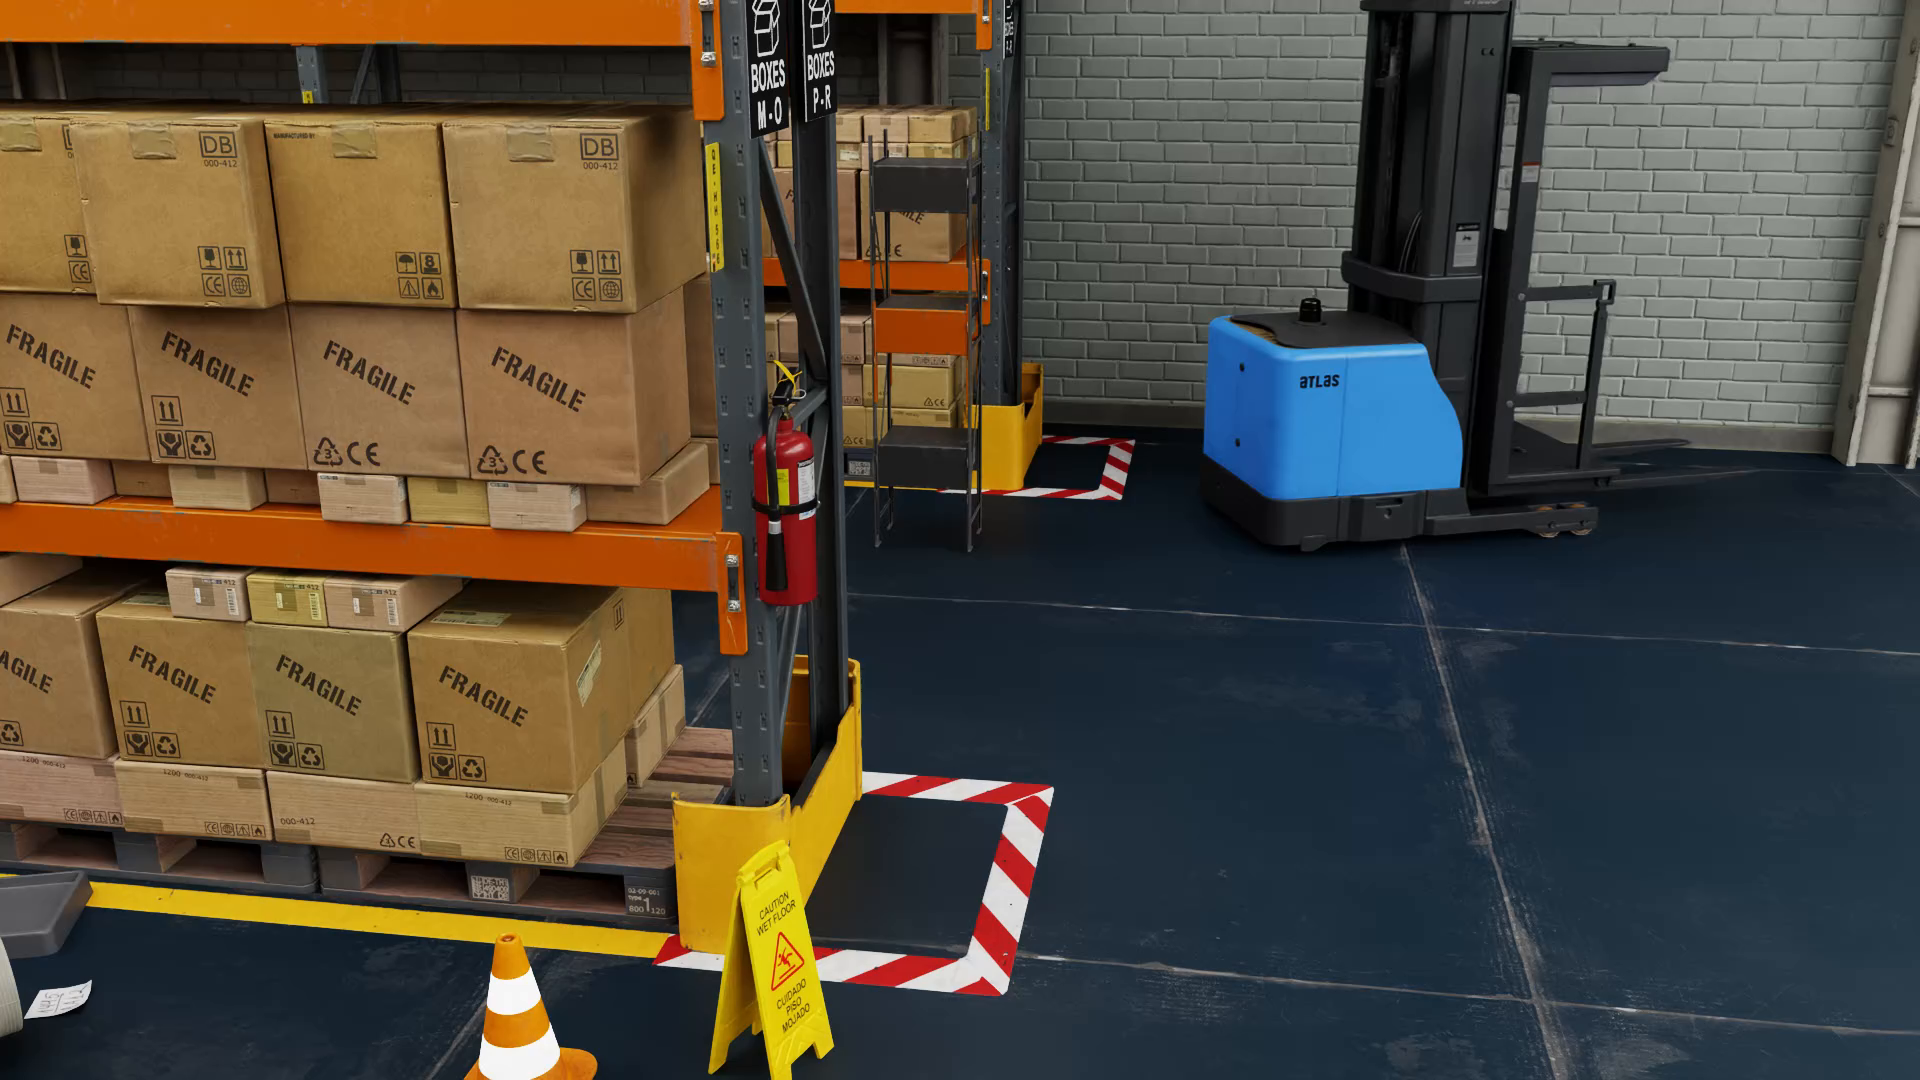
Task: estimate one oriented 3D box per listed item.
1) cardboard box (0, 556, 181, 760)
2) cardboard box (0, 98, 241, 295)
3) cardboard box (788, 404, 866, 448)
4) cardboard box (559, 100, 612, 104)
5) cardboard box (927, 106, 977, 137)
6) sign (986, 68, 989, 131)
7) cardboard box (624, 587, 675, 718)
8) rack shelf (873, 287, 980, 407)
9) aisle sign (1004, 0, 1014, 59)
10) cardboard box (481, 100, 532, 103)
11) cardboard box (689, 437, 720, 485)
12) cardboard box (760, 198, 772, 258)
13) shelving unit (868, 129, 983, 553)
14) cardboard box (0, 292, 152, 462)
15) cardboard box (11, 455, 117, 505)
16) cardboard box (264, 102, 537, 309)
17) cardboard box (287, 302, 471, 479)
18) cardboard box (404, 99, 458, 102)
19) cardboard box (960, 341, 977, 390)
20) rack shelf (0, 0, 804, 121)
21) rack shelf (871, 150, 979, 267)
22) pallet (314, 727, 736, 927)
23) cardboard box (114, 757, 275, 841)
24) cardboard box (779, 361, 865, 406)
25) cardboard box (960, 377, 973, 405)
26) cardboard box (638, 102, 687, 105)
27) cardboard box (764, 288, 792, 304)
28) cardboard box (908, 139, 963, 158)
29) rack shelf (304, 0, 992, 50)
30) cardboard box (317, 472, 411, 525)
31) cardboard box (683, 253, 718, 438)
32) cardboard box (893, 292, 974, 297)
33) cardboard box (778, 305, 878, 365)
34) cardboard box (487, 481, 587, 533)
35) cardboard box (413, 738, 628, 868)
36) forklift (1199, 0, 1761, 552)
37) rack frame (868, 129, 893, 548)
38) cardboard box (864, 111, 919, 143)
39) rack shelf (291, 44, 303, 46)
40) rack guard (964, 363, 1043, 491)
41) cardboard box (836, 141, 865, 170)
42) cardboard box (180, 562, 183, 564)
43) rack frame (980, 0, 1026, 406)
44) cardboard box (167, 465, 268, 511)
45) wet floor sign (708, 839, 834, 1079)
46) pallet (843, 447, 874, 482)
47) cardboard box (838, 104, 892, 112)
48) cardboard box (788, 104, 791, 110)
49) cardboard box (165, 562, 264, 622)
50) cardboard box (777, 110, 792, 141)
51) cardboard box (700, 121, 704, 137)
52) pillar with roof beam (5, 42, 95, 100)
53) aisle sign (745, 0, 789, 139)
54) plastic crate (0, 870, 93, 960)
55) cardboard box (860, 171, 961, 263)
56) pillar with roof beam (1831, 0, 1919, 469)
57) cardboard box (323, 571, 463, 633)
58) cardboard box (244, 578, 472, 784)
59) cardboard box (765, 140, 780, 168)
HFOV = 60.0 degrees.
[{"bbox_3d":[-2.901,0.369,5.464,0.500,0.500,0.500,4,19,12],"label":"cardboard box"},{"bbox_3d":[-2.561,-1.053,5.021,0.500,0.500,0.700,3,19,8],"label":"cardboard box"},{"bbox_3d":[-0.753,-0.747,9.979,0.500,0.250,0.500,3,19,9],"label":"cardboard box"},{"bbox_3d":[-2.321,-2.628,10.280,0.250,0.149,0.380,3,19,8],"label":"cardboard box"},{"bbox_3d":[-0.047,-2.479,9.835,0.250,0.149,0.380,3,19,8],"label":"cardboard box"},{"bbox_3d":[0.151,-2.391,9.023,0.005,0.325,0.100,3,19,9],"label":"sign"},{"bbox_3d":[-1.309,0.277,5.736,0.500,0.500,0.500,2,19,7],"label":"cardboard box"},{"bbox_3d":[-0.163,-0.991,8.499,0.480,0.518,0.431,3,19,9],"label":"rack shelf"},{"bbox_3d":[0.269,-3.036,9.053,0.004,0.787,0.394,3,19,9],"label":"aisle sign"},{"bbox_3d":[-2.831,-2.640,10.317,0.250,0.149,0.380,3,19,8],"label":"cardboard box"},{"bbox_3d":[-0.836,-0.306,5.387,0.250,0.149,0.380,3,19,9],"label":"cardboard box"},{"bbox_3d":[-1.294,-1.943,9.726,0.500,0.500,0.500,3,19,8],"label":"cardboard box"},{"bbox_3d":[-0.163,-1.004,8.495,0.503,2.100,0.431,3,19,9],"label":"shelving unit"},{"bbox_3d":[-2.597,-0.557,5.115,0.500,0.500,0.500,3,19,9],"label":"cardboard box"},{"bbox_3d":[-2.708,-0.238,5.183,0.250,0.149,0.380,3,19,8],"label":"cardboard box"},{"bbox_3d":[-1.571,-0.991,4.836,0.500,0.500,0.700,3,19,9],"label":"cardboard box"},{"bbox_3d":[-1.606,-0.500,4.942,0.500,0.500,0.500,3,19,9],"label":"cardboard box"},{"bbox_3d":[-3.336,-2.675,10.421,0.250,0.149,0.380,3,19,9],"label":"cardboard box"},{"bbox_3d":[-0.181,-1.120,10.306,0.500,0.250,0.500,3,19,10],"label":"cardboard box"},{"bbox_3d":[-2.508,-1.525,5.041,4.000,0.370,1.077,3,19,9],"label":"rack shelf"},{"bbox_3d":[-0.163,-1.655,8.277,0.480,0.518,0.431,3,19,9],"label":"rack shelf"},{"bbox_3d":[-1.405,0.923,5.711,1.213,0.211,1.003,3,19,9],"label":"pallet"},{"bbox_3d":[-2.402,0.752,5.500,0.500,0.250,0.500,2,19,7],"label":"cardboard box"},{"bbox_3d":[-0.773,-0.986,9.907,0.500,0.250,0.500,3,19,8],"label":"cardboard box"},{"bbox_3d":[-0.203,-0.880,10.377,0.500,0.250,0.500,3,19,9],"label":"cardboard box"},{"bbox_3d":[-1.831,-2.578,10.131,0.250,0.149,0.380,3,19,10],"label":"cardboard box"},{"bbox_3d":[-1.180,-1.404,10.368,0.500,0.250,0.500,3,19,8],"label":"cardboard box"},{"bbox_3d":[-0.136,-2.183,9.421,0.250,0.149,0.380,3,19,9],"label":"cardboard box"},{"bbox_3d":[-1.724,-3.081,9.689,4.000,0.370,1.077,3,19,9],"label":"rack shelf"},{"bbox_3d":[-1.713,-0.177,5.001,0.250,0.149,0.380,3,19,10],"label":"cardboard box"},{"bbox_3d":[-0.957,-0.643,5.370,0.500,0.500,0.500,3,19,8],"label":"cardboard box"},{"bbox_3d":[-0.194,-1.352,10.211,0.500,0.250,0.500,3,19,8],"label":"cardboard box"},{"bbox_3d":[-0.759,-1.217,9.810,0.500,0.250,0.500,3,19,10],"label":"cardboard box"},{"bbox_3d":[-1.204,-0.154,4.932,0.250,0.149,0.380,3,19,8],"label":"cardboard box"},{"bbox_3d":[-1.398,0.804,5.345,0.500,0.250,0.500,3,19,8],"label":"cardboard box"},{"bbox_3d":[2.916,-1.558,8.841,3.031,2.935,1.130,-4,19,-13],"label":"forklift"},{"bbox_3d":[-0.404,-1.016,8.532,0.015,2.100,0.400,3,19,9],"label":"rack frame"},{"bbox_3d":[-0.385,-2.349,9.449,0.250,0.149,0.380,3,19,9],"label":"cardboard box"},{"bbox_3d":[-5.674,-3.282,10.291,4.000,0.370,1.077,3,19,9],"label":"rack shelf"},{"bbox_3d":[0.274,-0.712,10.143,0.348,0.500,1.175,3,19,9],"label":"rack guard"},{"bbox_3d":[-0.640,-2.219,9.528,0.250,0.149,0.380,3,19,10],"label":"cardboard box"},{"bbox_3d":[-2.849,0.200,5.966,0.500,0.500,0.500,4,19,12],"label":"cardboard box"},{"bbox_3d":[0.250,-1.899,9.750,0.127,3.000,1.000,3,19,9],"label":"rack frame"},{"bbox_3d":[-2.210,-0.219,5.125,0.250,0.149,0.380,3,19,8],"label":"cardboard box"},{"bbox_3d":[-0.515,1.118,4.445,0.232,0.644,0.267,10,21,27],"label":"wet floor sign"},{"bbox_3d":[-0.511,-0.602,10.269,1.213,0.211,1.003,3,19,9],"label":"pallet"},{"bbox_3d":[-0.563,-2.511,9.932,0.250,0.149,0.380,3,19,10],"label":"cardboard box"},{"bbox_3d":[-1.069,-2.534,10.000,0.250,0.149,0.380,4,19,10],"label":"cardboard box"},{"bbox_3d":[-2.246,0.115,5.201,0.250,0.149,0.380,4,19,11],"label":"cardboard box"},{"bbox_3d":[-0.882,-2.390,9.570,0.250,0.149,0.380,3,19,9],"label":"cardboard box"},{"bbox_3d":[-1.413,-2.380,9.539,0.250,0.149,0.380,3,19,10],"label":"cardboard box"},{"bbox_3d":[-6.901,-4.014,6.619,0.400,9.000,9.100,3,19,9],"label":"pillar with roof beam"},{"bbox_3d":[-0.518,-1.482,4.409,0.004,0.787,0.394,3,19,9],"label":"aisle sign"},{"bbox_3d":[-3.062,1.176,5.163,0.583,0.080,0.402,-3,19,-10],"label":"plastic crate"},{"bbox_3d":[-0.277,-1.889,9.563,0.500,0.500,0.500,3,19,7],"label":"cardboard box"},{"bbox_3d":[4.947,-3.410,4.814,0.400,9.000,9.100,3,19,9],"label":"pillar with roof beam"},{"bbox_3d":[-1.739,0.142,5.119,0.250,0.149,0.380,3,19,10],"label":"cardboard box"},{"bbox_3d":[-1.881,0.422,5.305,0.500,0.500,0.500,4,19,11],"label":"cardboard box"},{"bbox_3d":[-1.154,-2.234,9.572,0.250,0.149,0.380,2,19,7],"label":"cardboard box"}]
